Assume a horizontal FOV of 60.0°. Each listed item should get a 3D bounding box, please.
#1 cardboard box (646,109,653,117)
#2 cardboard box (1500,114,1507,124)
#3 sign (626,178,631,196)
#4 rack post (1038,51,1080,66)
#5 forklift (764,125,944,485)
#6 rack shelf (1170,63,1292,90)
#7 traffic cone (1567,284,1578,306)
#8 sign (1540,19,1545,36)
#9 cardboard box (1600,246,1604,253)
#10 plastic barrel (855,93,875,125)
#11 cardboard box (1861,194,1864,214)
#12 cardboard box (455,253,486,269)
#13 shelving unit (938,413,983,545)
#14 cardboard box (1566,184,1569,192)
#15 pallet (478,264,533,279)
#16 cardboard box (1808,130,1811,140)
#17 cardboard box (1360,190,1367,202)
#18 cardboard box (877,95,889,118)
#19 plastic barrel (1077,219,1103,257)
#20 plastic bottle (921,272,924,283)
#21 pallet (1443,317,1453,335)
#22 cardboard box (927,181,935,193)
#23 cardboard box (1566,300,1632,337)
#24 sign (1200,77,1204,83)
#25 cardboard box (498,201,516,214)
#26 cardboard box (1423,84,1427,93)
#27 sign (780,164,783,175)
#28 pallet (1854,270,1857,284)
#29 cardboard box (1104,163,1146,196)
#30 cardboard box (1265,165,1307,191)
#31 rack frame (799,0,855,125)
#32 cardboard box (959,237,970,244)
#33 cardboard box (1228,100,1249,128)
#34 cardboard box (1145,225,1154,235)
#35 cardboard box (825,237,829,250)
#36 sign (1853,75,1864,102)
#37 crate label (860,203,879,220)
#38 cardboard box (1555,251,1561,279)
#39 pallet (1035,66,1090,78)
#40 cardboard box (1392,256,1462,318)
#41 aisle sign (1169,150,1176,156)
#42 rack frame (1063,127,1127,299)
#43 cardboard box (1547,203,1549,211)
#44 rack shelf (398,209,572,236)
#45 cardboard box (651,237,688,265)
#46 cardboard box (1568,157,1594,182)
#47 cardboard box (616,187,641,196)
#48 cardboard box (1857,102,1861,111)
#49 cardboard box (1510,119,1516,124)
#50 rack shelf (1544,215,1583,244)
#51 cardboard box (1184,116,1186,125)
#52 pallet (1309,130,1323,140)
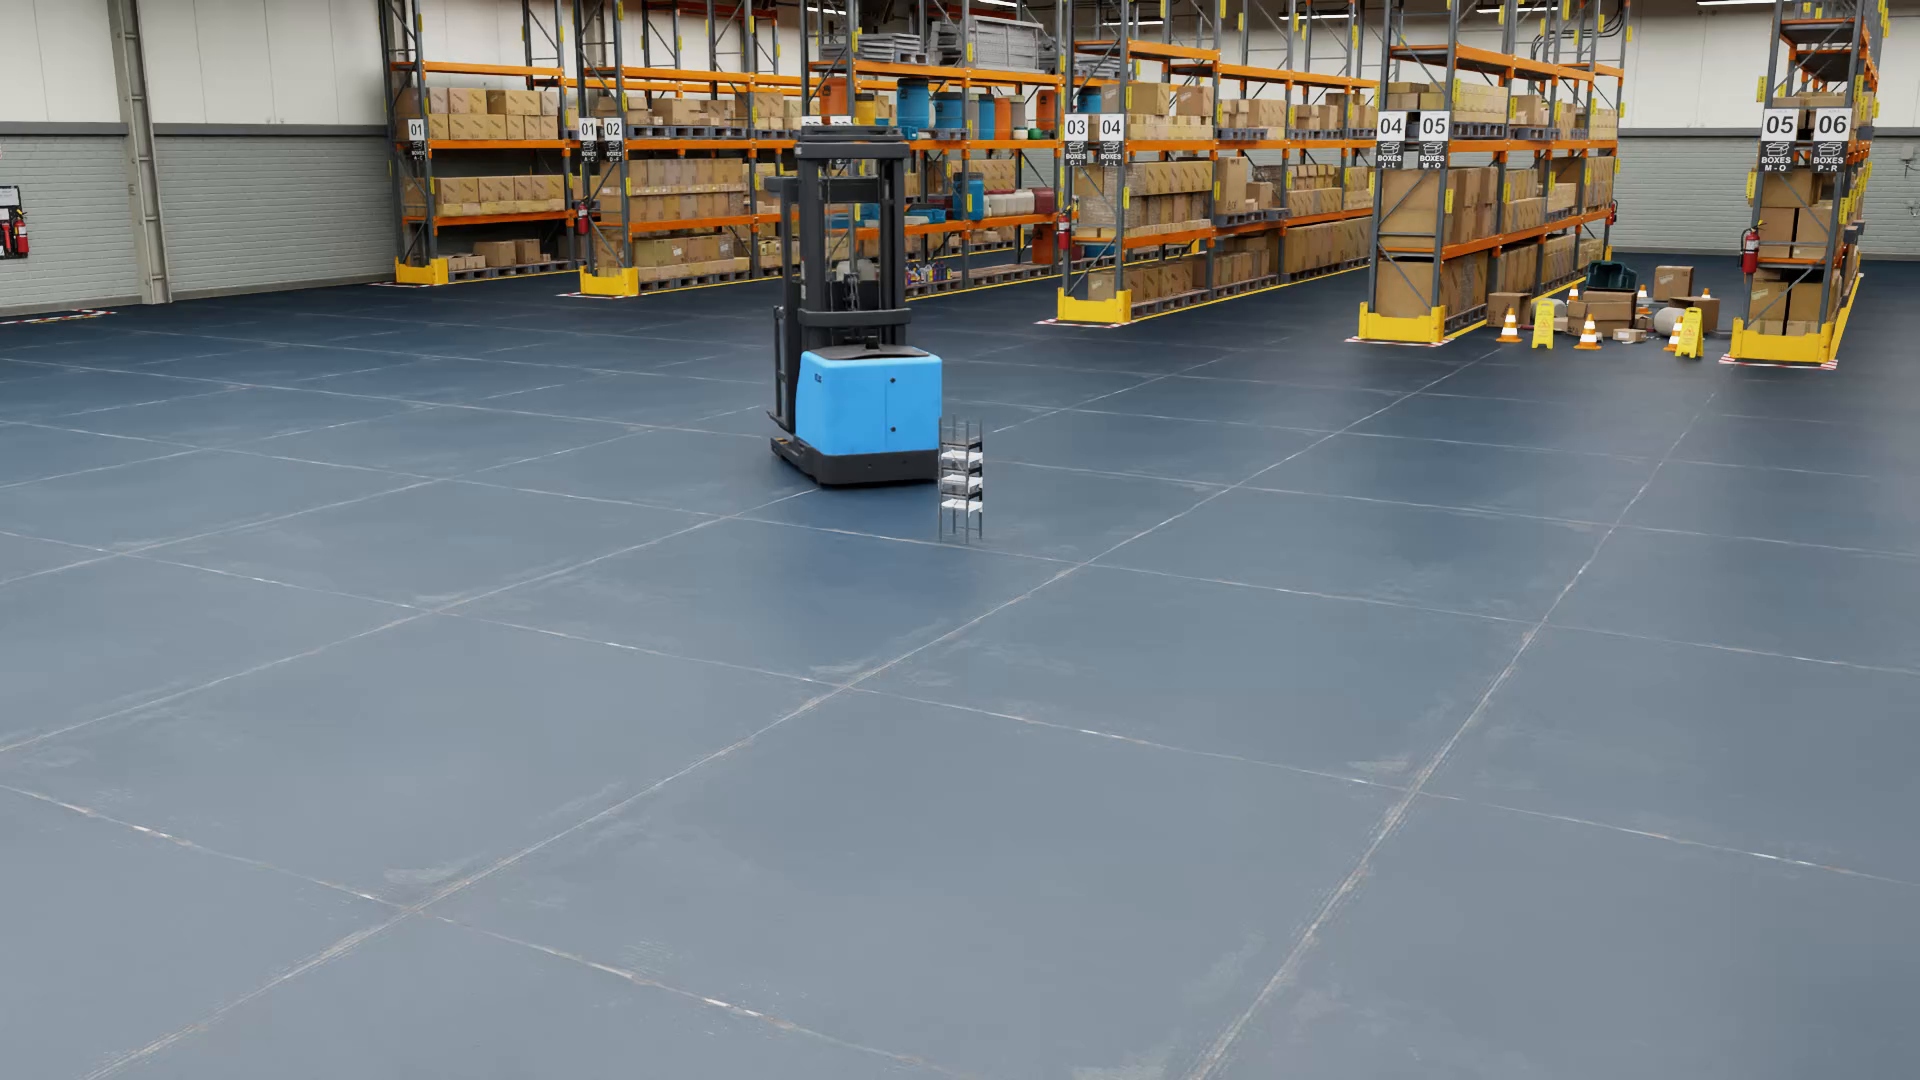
[{"bbox_3d":[-5.968,-8.152,32.041,0.500,0.311,0.500,10,17,35],"label":"cardboard box"},{"bbox_3d":[8.438,-6.677,26.355,0.380,0.149,0.250,7,15,28],"label":"cardboard box"},{"bbox_3d":[-6.080,-6.479,30.494,0.100,0.325,0.005,7,15,28],"label":"sign"},{"bbox_3d":[1.953,-10.197,35.289,0.954,0.300,0.937,7,15,28],"label":"rack post"},{"bbox_3d":[-1.094,-2.179,14.817,1.130,2.935,3.031,-5,14,-18],"label":"forklift"},{"bbox_3d":[5.008,-8.564,30.746,1.077,0.370,4.000,7,15,28],"label":"rack shelf"},{"bbox_3d":[10.304,-4.070,27.928,0.336,0.463,0.334,7,15,28],"label":"traffic cone"},{"bbox_3d":[11.735,-10.315,33.456,0.100,0.325,0.005,7,15,28],"label":"sign"},{"bbox_3d":[14.130,-6.483,37.078,0.380,0.149,0.250,7,15,27],"label":"cardboard box"},{"bbox_3d":[-1.788,-7.524,29.146,0.600,0.588,0.600,0,14,0],"label":"plastic barrel"},{"bbox_3d":[18.516,-7.041,34.624,0.500,0.500,0.500,7,15,28],"label":"cardboard box"},{"bbox_3d":[-10.212,-5.800,34.490,0.500,0.311,0.500,9,16,33],"label":"cardboard box"},{"bbox_3d":[0.004,-0.439,11.935,0.258,0.900,0.210,7,15,28],"label":"shelving unit"},{"bbox_3d":[11.796,-6.945,32.812,0.380,0.149,0.250,7,15,28],"label":"cardboard box"},{"bbox_3d":[-9.850,-5.717,35.296,1.003,0.211,1.213,7,15,28],"label":"pallet"},{"bbox_3d":[11.858,-5.748,23.610,0.380,0.149,0.250,7,15,26],"label":"cardboard box"},{"bbox_3d":[8.855,-7.770,37.548,0.500,0.250,0.500,8,16,29],"label":"cardboard box"},{"bbox_3d":[-1.986,-10.016,38.434,0.500,0.500,0.500,7,15,28],"label":"cardboard box"},{"bbox_3d":[2.953,-6.913,37.891,0.600,0.901,0.708,7,15,28],"label":"plastic barrel"},{"bbox_3d":[-0.718,-4.866,30.848,0.097,0.201,0.097,0,14,0],"label":"plastic bottle"},{"bbox_3d":[6.719,-3.196,24.839,1.003,0.211,1.213,7,15,28],"label":"pallet"},{"bbox_3d":[-0.745,-8.726,41.617,0.500,0.500,0.500,8,16,29],"label":"cardboard box"},{"bbox_3d":[9.415,-3.272,24.531,0.797,0.503,0.637,-3,14,-11],"label":"cardboard box"},{"bbox_3d":[5.996,-11.505,41.245,0.100,0.325,0.005,7,15,28],"label":"sign"},{"bbox_3d":[-9.651,-6.961,34.785,0.500,0.250,0.500,8,15,29],"label":"cardboard box"},{"bbox_3d":[6.636,-6.619,24.415,0.380,0.149,0.250,8,16,29],"label":"cardboard box"},{"bbox_3d":[-4.620,-9.572,43.034,0.100,0.325,0.005,7,15,28],"label":"sign"},{"bbox_3d":[17.608,-5.343,33.746,1.003,0.211,1.213,7,15,28],"label":"pallet"},{"bbox_3d":[2.612,-5.722,26.388,0.500,0.500,0.500,7,15,28],"label":"cardboard box"},{"bbox_3d":[6.660,-7.420,34.058,0.797,0.503,0.637,8,16,29],"label":"cardboard box"},{"bbox_3d":[-2.228,-8.439,27.836,1.000,3.000,0.127,7,15,28],"label":"rack frame"},{"bbox_3d":[0.040,-7.623,42.359,0.380,0.166,0.250,7,15,28],"label":"cardboard box"},{"bbox_3d":[4.810,-7.773,30.358,0.797,0.503,0.637,8,16,30],"label":"cardboard box"},{"bbox_3d":[2.955,-5.073,27.213,0.380,0.149,0.250,7,15,28],"label":"cardboard box"},{"bbox_3d":[-3.225,-6.520,36.451,0.500,0.311,0.500,7,15,28],"label":"cardboard box"},{"bbox_3d":[11.258,-5.660,20.845,0.100,0.325,0.005,7,15,28],"label":"sign"},{"bbox_3d":[-1.575,-5.948,30.229,0.502,0.435,0.616,7,15,28],"label":"crate label"},{"bbox_3d":[11.317,-5.334,32.197,0.500,0.500,0.500,7,15,27],"label":"cardboard box"},{"bbox_3d":[2.015,-9.938,35.313,1.213,0.211,1.003,7,15,28],"label":"pallet"},{"bbox_3d":[7.094,-3.877,25.352,0.875,0.875,0.875,7,15,27],"label":"cardboard box"},{"bbox_3d":[5.281,-10.117,42.052,0.394,0.787,0.004,7,15,28],"label":"aisle sign"},{"bbox_3d":[2.107,-4.961,26.212,1.000,3.000,0.127,7,15,28],"label":"rack frame"},{"bbox_3d":[10.791,-6.226,31.097,0.380,0.149,0.250,8,16,31],"label":"cardboard box"},{"bbox_3d":[-9.934,-6.705,34.982,1.077,0.370,4.000,7,15,28],"label":"rack shelf"},{"bbox_3d":[-5.638,-5.608,32.265,0.500,0.500,0.500,7,15,28],"label":"cardboard box"},{"bbox_3d":[12.870,-7.693,34.561,0.500,0.500,0.500,7,15,26],"label":"cardboard box"},{"bbox_3d":[-6.184,-6.504,31.015,0.380,0.149,0.250,7,15,28],"label":"cardboard box"},{"bbox_3d":[12.481,-6.120,23.451,0.380,0.149,0.250,8,16,30],"label":"cardboard box"},{"bbox_3d":[9.053,-6.973,27.582,0.250,0.149,0.380,7,15,28],"label":"cardboard box"},{"bbox_3d":[11.235,-6.080,32.389,1.077,0.370,4.000,7,15,28],"label":"rack shelf"},{"bbox_3d":[3.582,-7.052,27.952,0.380,0.149,0.250,8,16,30],"label":"cardboard box"},{"bbox_3d":[6.778,-8.337,34.216,1.003,0.211,1.213,8,16,31],"label":"pallet"}]
